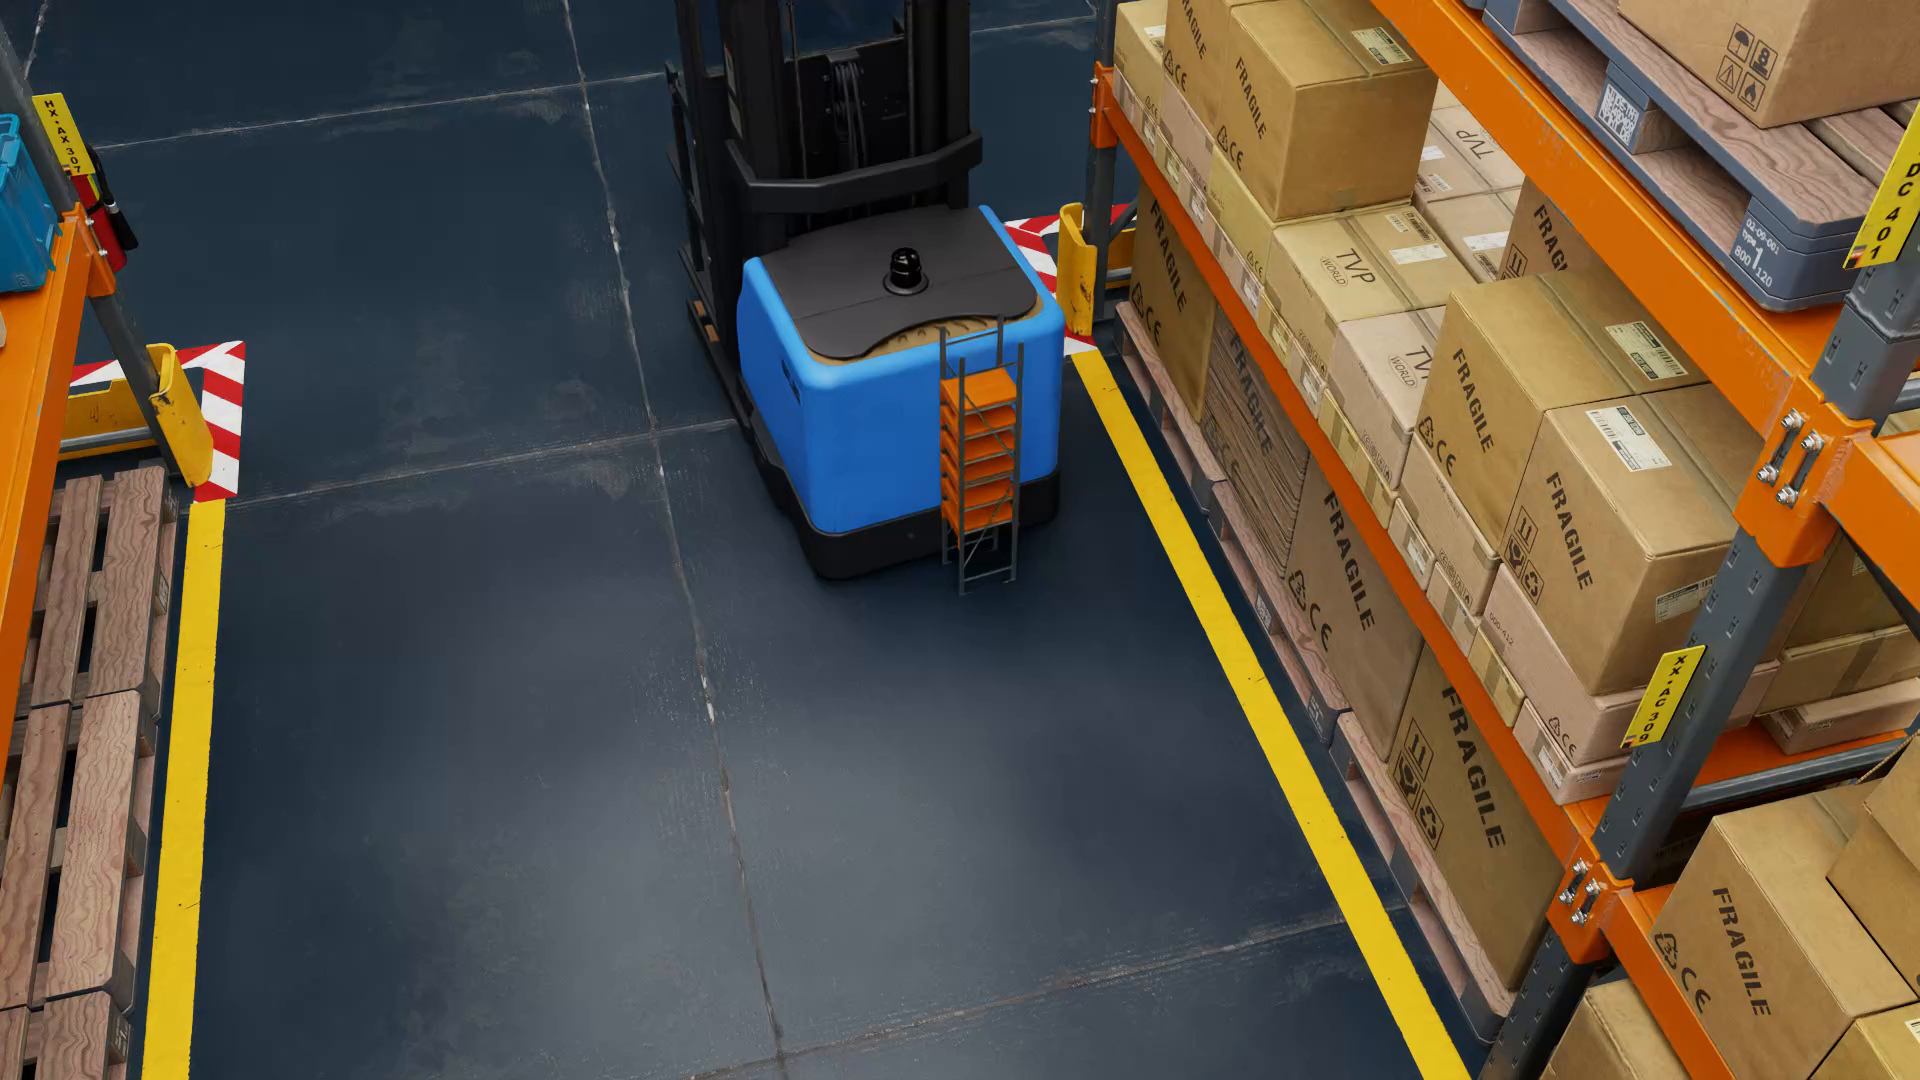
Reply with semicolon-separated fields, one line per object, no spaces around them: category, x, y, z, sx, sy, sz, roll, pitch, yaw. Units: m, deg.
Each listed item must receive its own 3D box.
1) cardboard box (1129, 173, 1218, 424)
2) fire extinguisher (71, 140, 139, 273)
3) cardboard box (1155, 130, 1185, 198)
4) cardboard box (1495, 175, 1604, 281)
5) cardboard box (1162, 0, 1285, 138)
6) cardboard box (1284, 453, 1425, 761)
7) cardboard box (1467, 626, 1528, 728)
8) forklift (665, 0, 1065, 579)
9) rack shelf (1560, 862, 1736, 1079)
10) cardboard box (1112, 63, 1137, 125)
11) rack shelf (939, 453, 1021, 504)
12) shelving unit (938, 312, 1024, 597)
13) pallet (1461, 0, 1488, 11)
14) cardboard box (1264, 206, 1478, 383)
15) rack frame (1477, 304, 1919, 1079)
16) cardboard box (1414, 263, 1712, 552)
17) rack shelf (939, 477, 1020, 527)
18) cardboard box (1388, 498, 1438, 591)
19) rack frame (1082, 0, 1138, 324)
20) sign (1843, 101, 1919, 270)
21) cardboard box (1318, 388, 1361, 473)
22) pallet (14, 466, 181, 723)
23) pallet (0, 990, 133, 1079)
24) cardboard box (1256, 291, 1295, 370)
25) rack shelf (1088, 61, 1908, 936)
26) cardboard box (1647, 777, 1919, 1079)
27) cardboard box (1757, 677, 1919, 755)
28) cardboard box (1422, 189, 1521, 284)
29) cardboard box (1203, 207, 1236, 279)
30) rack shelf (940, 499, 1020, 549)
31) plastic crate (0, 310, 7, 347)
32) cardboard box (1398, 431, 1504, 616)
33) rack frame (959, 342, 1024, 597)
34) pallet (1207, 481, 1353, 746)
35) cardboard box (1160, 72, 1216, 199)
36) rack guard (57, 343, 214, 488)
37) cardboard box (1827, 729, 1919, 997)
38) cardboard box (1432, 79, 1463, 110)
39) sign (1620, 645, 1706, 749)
cardboard box;1.292;-1.162;6.982;0.875;0.875;0.875;-11;47;-10
fire extinguisher;-3.336;-1.310;6.249;0.296;0.674;0.183;-11;47;-10
cardboard box;0.956;-1.439;6.236;0.380;0.149;0.250;-12;47;-11
cardboard box;1.943;-0.815;4.821;0.500;0.500;0.500;-12;47;-12
cardboard box;1.041;-1.774;5.760;0.500;0.500;0.500;-12;47;-11
cardboard box;1.753;0.081;5.764;0.875;0.875;0.875;-11;47;-10
cardboard box;1.614;0.335;4.497;0.380;0.149;0.250;-10;46;-10
forklift;-0.610;-1.944;6.603;1.130;2.935;3.031;-16;48;-15
rack shelf;2.587;2.209;2.989;1.077;0.370;4.000;-11;47;-10
cardboard box;0.823;-1.792;6.582;0.380;0.149;0.250;-10;46;-10
rack shelf;0.075;-0.260;6.227;0.258;0.103;0.180;-16;48;-15
shelving unit;0.075;-0.291;6.195;0.258;1.200;0.189;-16;48;-15
pallet;1.567;-1.850;4.425;1.003;0.211;1.213;-11;47;-10
cardboard box;1.316;-0.792;5.323;0.500;0.250;0.500;-12;47;-11
rack frame;2.075;0.576;4.085;1.000;3.000;0.127;-11;47;-10
cardboard box;1.575;-0.353;4.368;0.500;0.500;0.500;-10;46;-10
rack shelf;0.075;-0.176;6.313;0.258;0.103;0.180;-16;48;-15
cardboard box;1.483;-0.019;4.845;0.380;0.149;0.250;-10;46;-10
rack frame;1.051;-2.186;6.792;1.000;3.000;0.127;-11;47;-10
sign;1.539;-0.580;2.701;0.100;0.325;0.005;-11;47;-10
cardboard box;1.351;-0.374;5.192;0.380;0.149;0.250;-11;47;-11
pallet;-3.563;0.272;6.335;1.003;0.211;1.213;-11;47;-10
pallet;-2.939;1.957;4.684;1.003;0.211;1.213;-11;47;-10
cardboard box;1.218;-0.731;5.542;0.380;0.149;0.250;-12;47;-11
rack shelf;1.563;-0.553;5.695;1.077;0.370;4.000;-11;47;-10
cardboard box;1.951;0.904;3.694;0.500;0.500;0.500;-11;47;-10
cardboard box;2.321;0.399;4.435;0.380;0.149;0.250;-11;47;-10
cardboard box;1.829;-0.891;5.419;0.500;0.250;0.500;-11;47;-10
cardboard box;1.088;-1.083;5.887;0.380;0.149;0.250;-12;47;-11
rack shelf;0.075;-0.092;6.398;0.258;0.103;0.180;-16;48;-15
plastic crate;-3.353;-0.679;5.458;0.396;0.136;0.243;-11;47;-10
cardboard box;1.574;-0.089;4.634;0.500;0.250;0.500;-9;46;-9
rack frame;0.109;-0.230;6.136;0.240;1.200;0.006;-16;48;-15
pallet;1.640;0.169;6.437;1.003;0.211;1.213;-11;47;-10
cardboard box;1.052;-1.499;6.015;0.500;0.250;0.500;-11;47;-11
rack guard;-3.756;-0.419;6.811;1.175;0.500;0.348;-11;47;-10
cardboard box;2.247;0.629;3.261;0.797;0.503;0.637;-12;47;-11
cardboard box;1.561;-1.601;6.115;0.500;0.250;0.500;-11;47;-11
sign;1.539;0.348;3.647;0.100;0.325;0.005;-11;47;-10
